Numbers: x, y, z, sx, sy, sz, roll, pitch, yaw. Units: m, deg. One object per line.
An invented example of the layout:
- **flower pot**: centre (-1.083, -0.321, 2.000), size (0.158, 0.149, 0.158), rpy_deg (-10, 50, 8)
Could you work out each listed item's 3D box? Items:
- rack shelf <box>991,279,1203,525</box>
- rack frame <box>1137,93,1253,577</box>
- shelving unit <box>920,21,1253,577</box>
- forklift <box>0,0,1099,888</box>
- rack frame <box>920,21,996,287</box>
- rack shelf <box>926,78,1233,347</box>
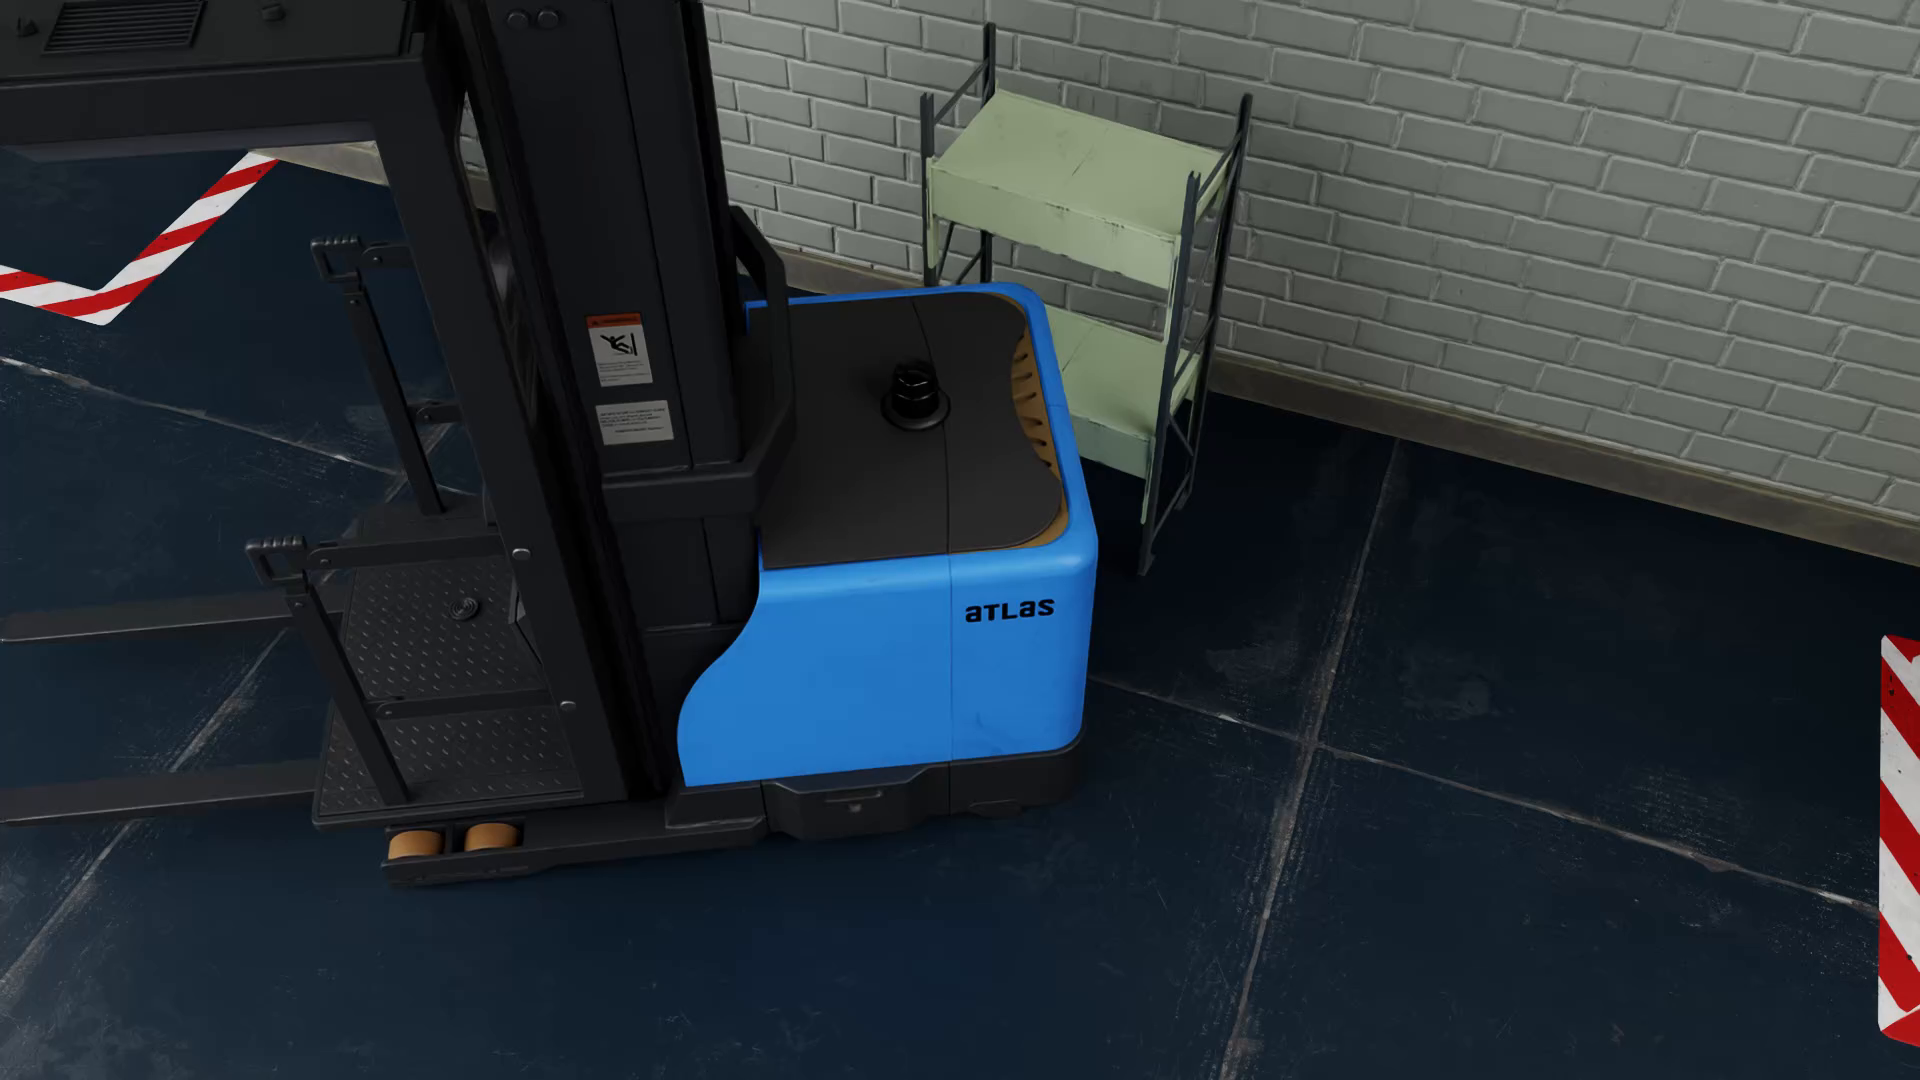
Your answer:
- **rack shelf**: centre (0.323, -0.428, 5.059), size (0.720, 0.370, 0.431), rpy_deg (21, 52, 17)
- **rack frame**: centre (0.650, -0.517, 4.705), size (0.023, 1.500, 0.400), rpy_deg (21, 52, 17)
- **shelving unit**: centre (0.324, -0.641, 4.813), size (0.755, 1.500, 0.431), rpy_deg (21, 52, 17)
- **forklift**: centre (-1.217, -0.463, 3.711), size (3.031, 2.935, 1.130), rpy_deg (-5, 49, -4)
- **rack frame**: centre (-0.003, -0.766, 4.921), size (0.023, 1.500, 0.400), rpy_deg (21, 52, 17)
- **rack shelf**: centre (0.324, -0.897, 4.518), size (0.720, 0.370, 0.431), rpy_deg (21, 52, 17)
